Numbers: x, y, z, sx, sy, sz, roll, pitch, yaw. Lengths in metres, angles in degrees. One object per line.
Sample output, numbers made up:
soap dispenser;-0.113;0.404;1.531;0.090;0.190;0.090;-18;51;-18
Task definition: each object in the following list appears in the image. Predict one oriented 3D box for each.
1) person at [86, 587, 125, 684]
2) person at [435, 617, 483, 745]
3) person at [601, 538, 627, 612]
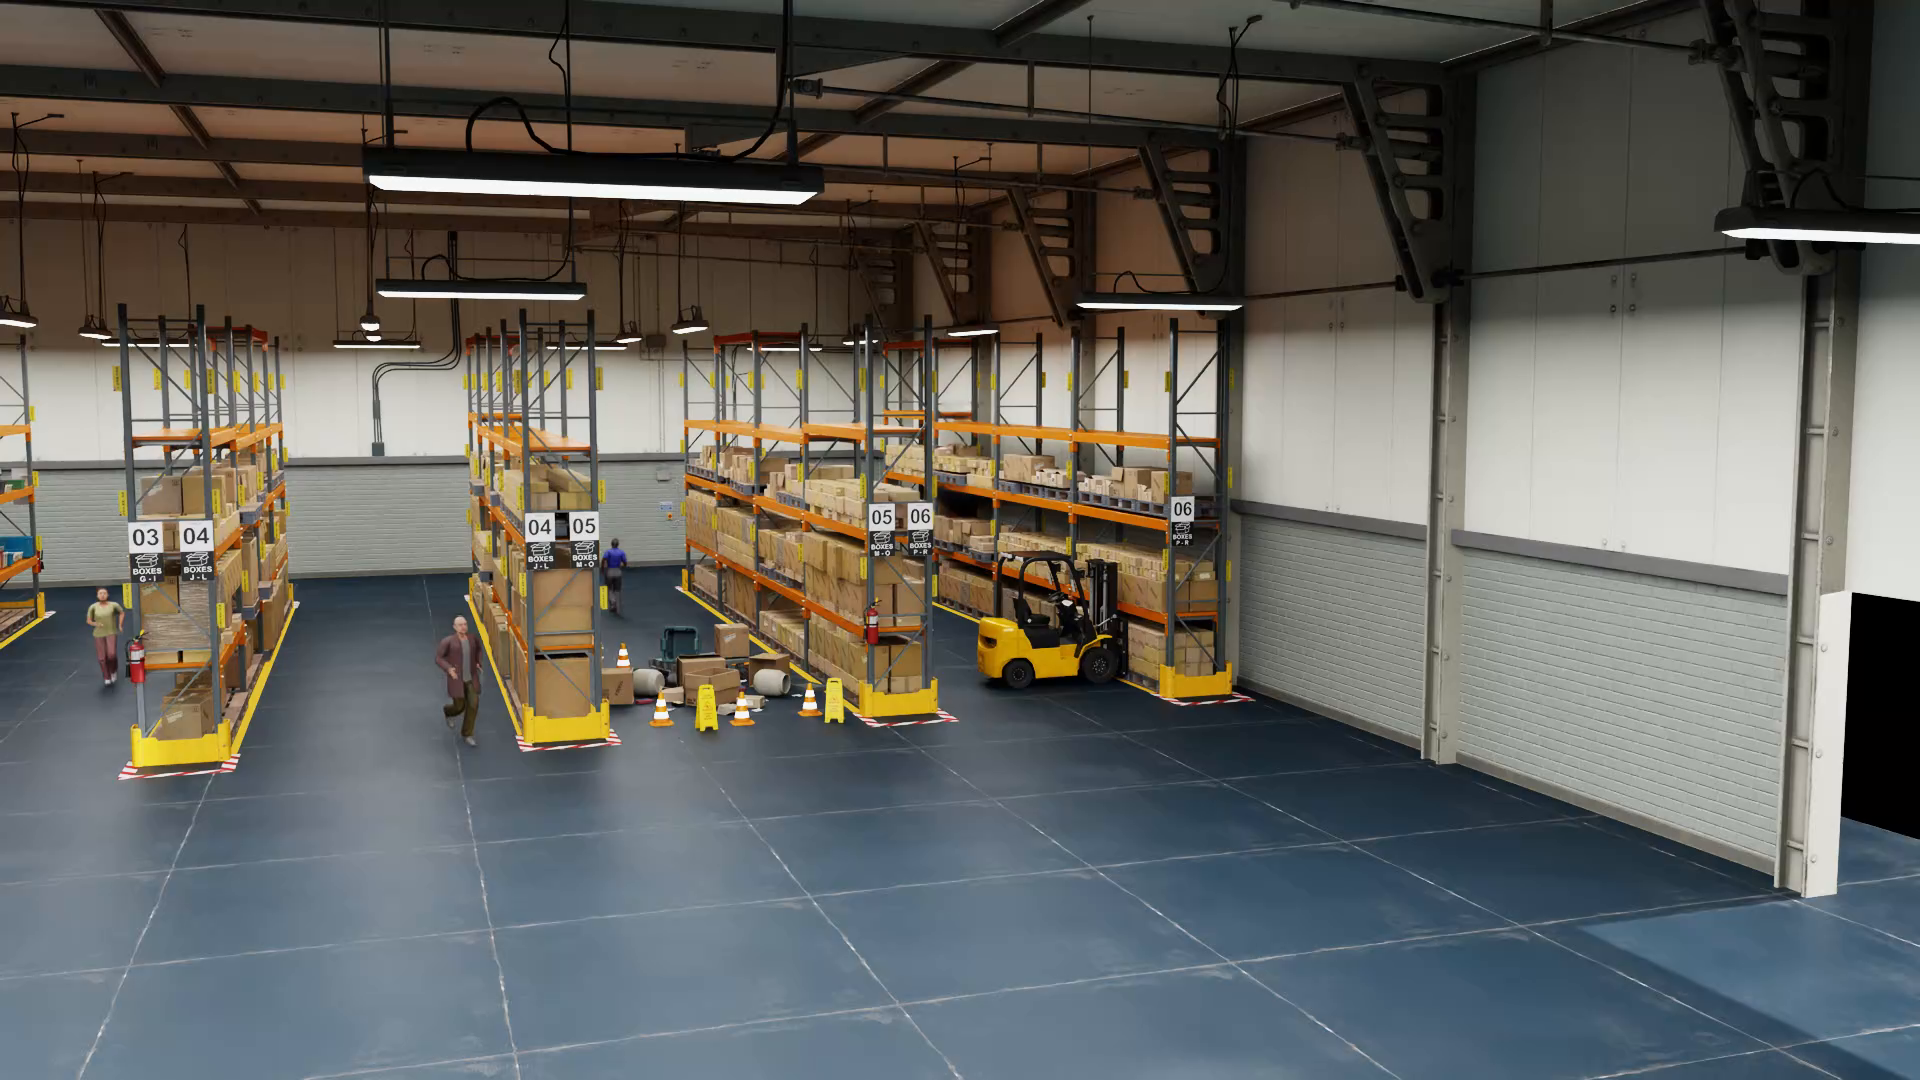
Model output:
person;-14.063;1.582;27.377;0.552;1.632;0.589;-2;6;-23
person;-6.974;1.951;23.256;0.719;1.773;0.822;-4;7;-38
person;-7.536;0.770;36.153;0.586;1.606;0.603;-2;6;-20
